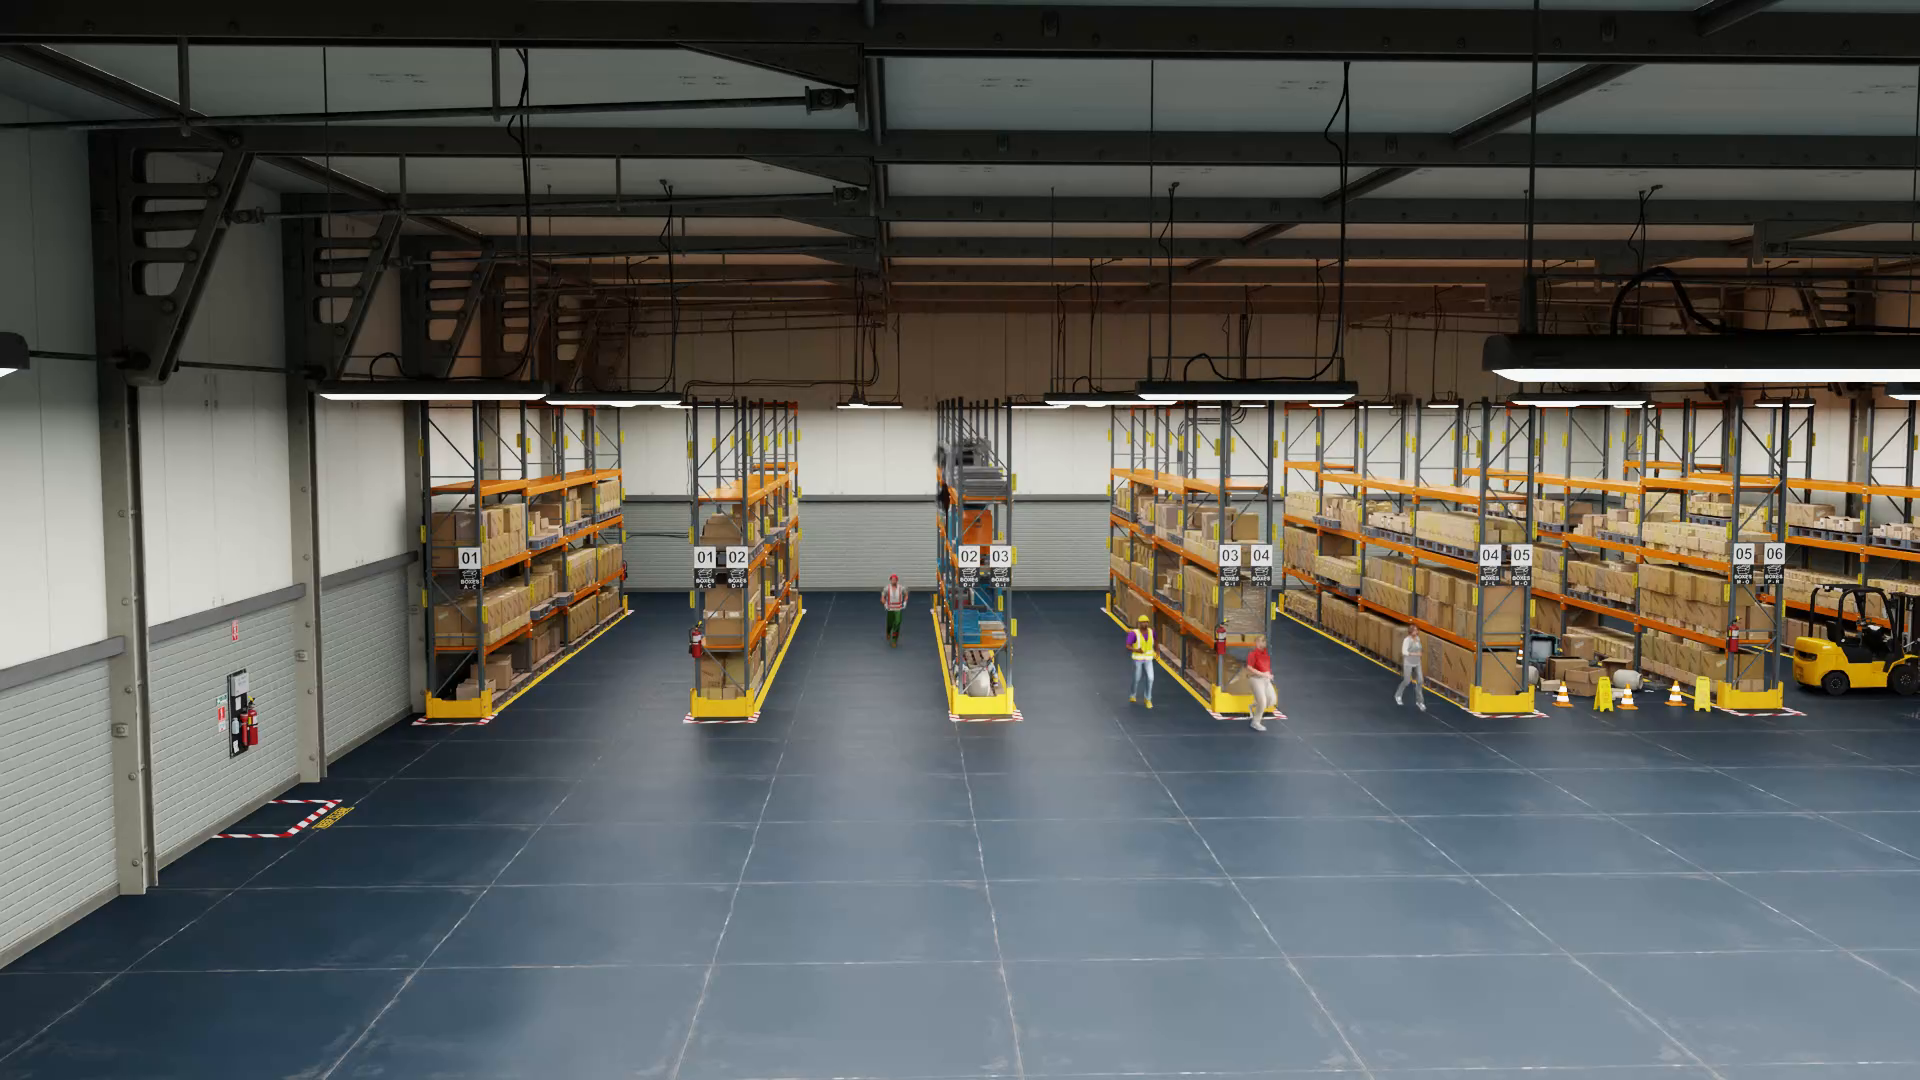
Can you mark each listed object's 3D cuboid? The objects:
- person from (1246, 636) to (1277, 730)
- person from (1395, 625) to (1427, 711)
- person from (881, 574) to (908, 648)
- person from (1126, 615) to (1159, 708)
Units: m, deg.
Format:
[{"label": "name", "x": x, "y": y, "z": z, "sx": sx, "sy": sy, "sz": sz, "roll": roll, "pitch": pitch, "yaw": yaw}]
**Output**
[{"label": "person", "x": 5.435, "y": 2.570, "z": 29.982, "sx": 0.586, "sy": 1.695, "sz": 0.705, "roll": 4, "pitch": 6, "yaw": 40}, {"label": "person", "x": 8.686, "y": 2.439, "z": 32.049, "sx": 0.541, "sy": 1.640, "sz": 0.788, "roll": -2, "pitch": 5, "yaw": -26}, {"label": "person", "x": -1.591, "y": 1.714, "z": 40.681, "sx": 0.661, "sy": 1.771, "sz": 0.783, "roll": 0, "pitch": 4, "yaw": -3}, {"label": "person", "x": 3.557, "y": 2.364, "z": 32.272, "sx": 0.735, "sy": 1.837, "sz": 0.739, "roll": -1, "pitch": 5, "yaw": -12}]
